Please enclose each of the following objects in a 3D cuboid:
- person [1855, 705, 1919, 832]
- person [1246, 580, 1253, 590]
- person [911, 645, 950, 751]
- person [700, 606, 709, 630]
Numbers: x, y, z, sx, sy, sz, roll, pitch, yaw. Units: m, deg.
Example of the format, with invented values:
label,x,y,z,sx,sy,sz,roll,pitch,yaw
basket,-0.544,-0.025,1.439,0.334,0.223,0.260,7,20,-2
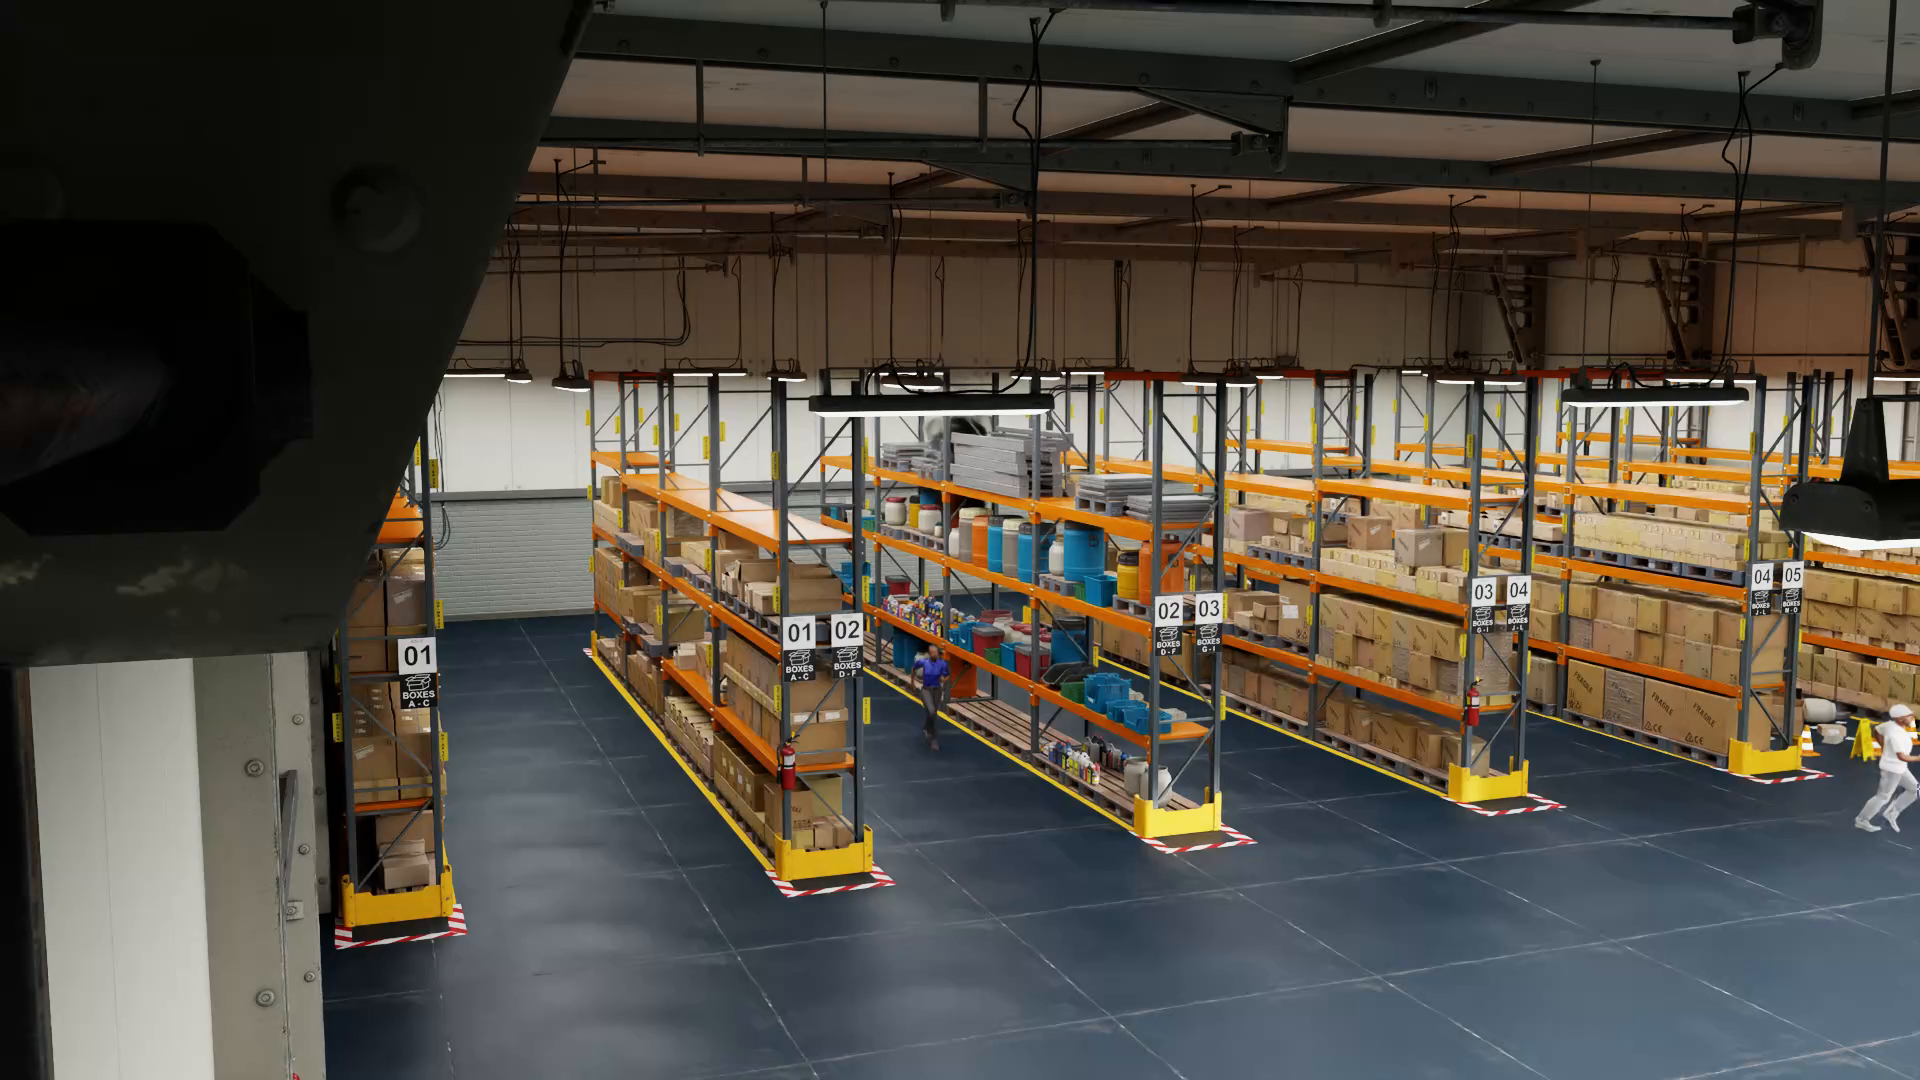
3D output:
label,x,y,z,sx,sy,sz,roll,pitch,yaw
person,12.315,3.009,21.907,0.848,1.735,0.715,4,7,30
person,5.837,1.680,33.961,0.690,1.741,0.763,-3,7,-25
person,-0.475,2.520,26.959,0.599,1.698,0.833,-2,7,-15
person,-5.585,1.523,35.815,0.601,1.701,0.830,-5,8,-36
